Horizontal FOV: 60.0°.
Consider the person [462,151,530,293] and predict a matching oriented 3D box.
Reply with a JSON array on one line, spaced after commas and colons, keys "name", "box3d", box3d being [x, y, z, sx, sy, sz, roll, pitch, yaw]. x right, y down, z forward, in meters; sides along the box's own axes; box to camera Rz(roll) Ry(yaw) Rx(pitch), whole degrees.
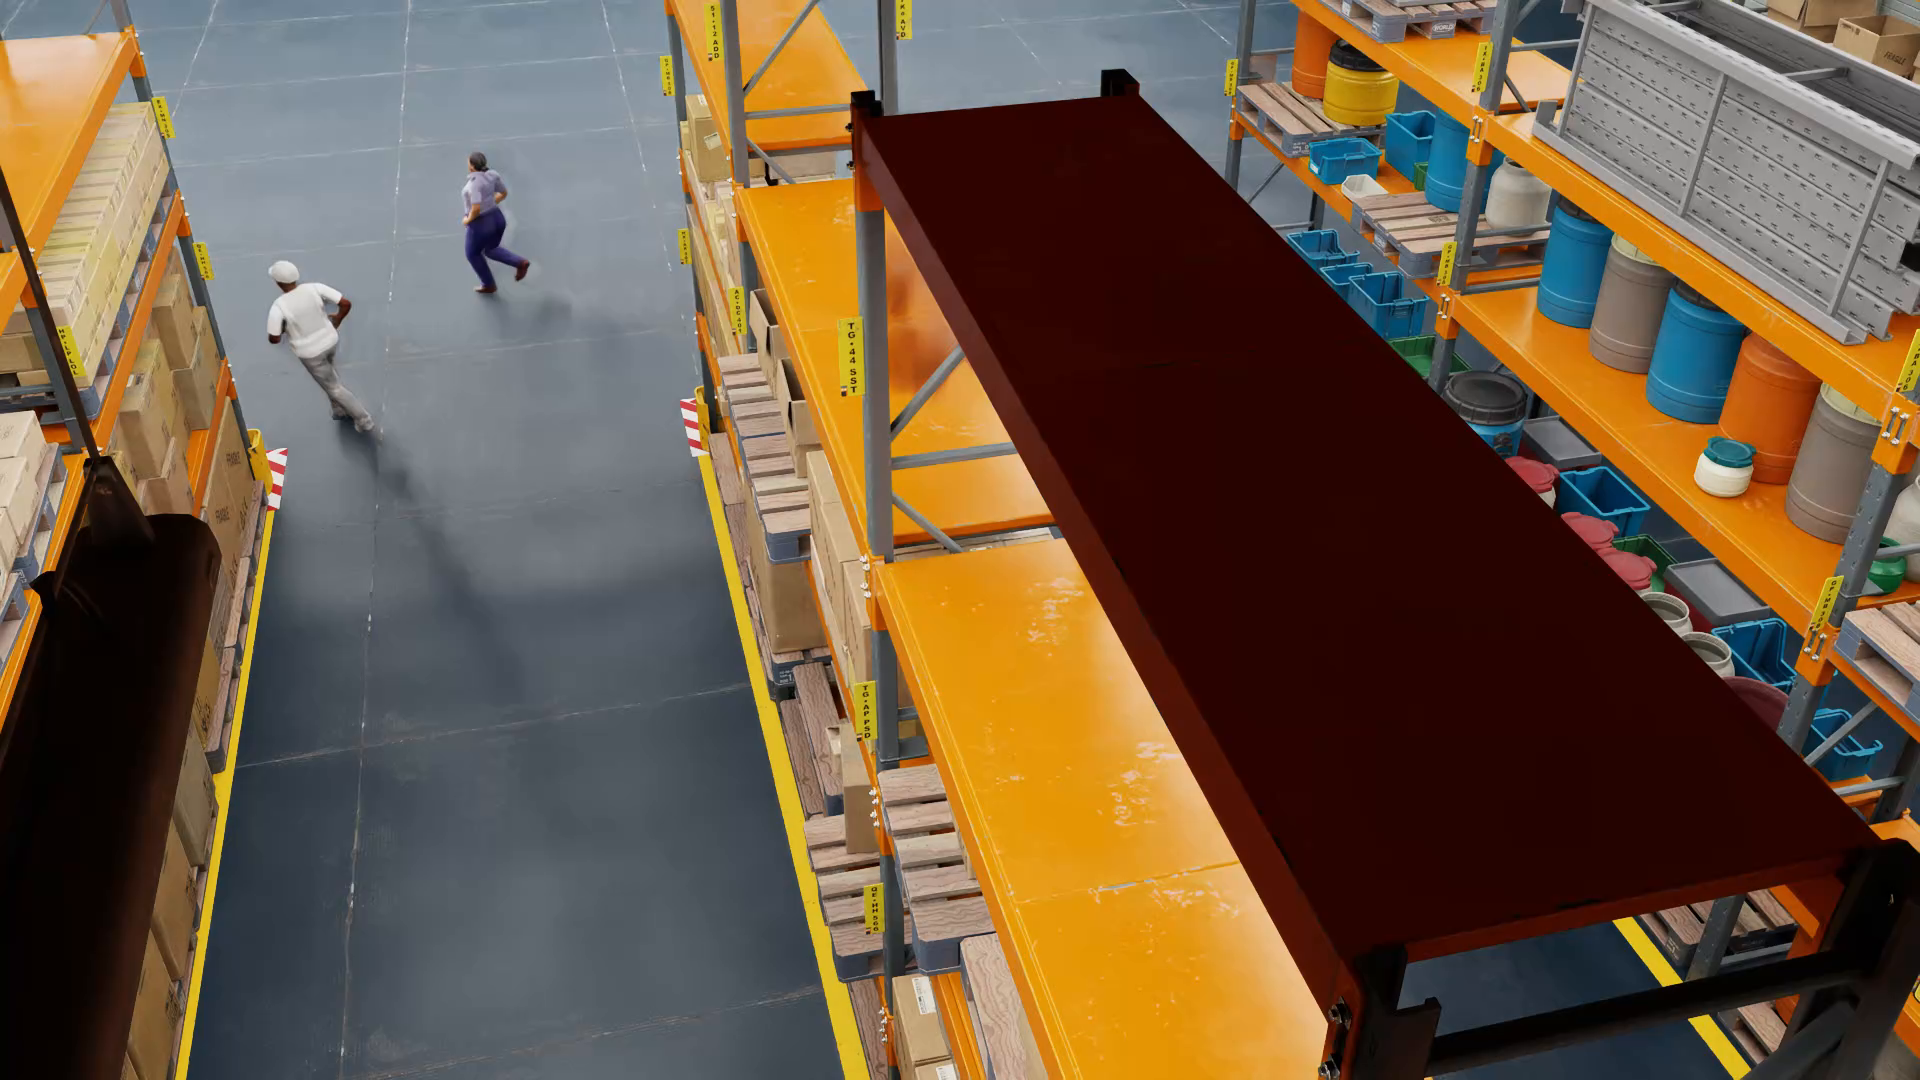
[{"name": "person", "box3d": [-4.970, -3.311, 17.557, 0.694, 1.596, 0.616, 14, 37, 19]}]

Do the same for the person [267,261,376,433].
[{"name": "person", "box3d": [-5.816, -1.676, 15.020, 0.765, 1.815, 0.697, 20, 39, 27]}]
